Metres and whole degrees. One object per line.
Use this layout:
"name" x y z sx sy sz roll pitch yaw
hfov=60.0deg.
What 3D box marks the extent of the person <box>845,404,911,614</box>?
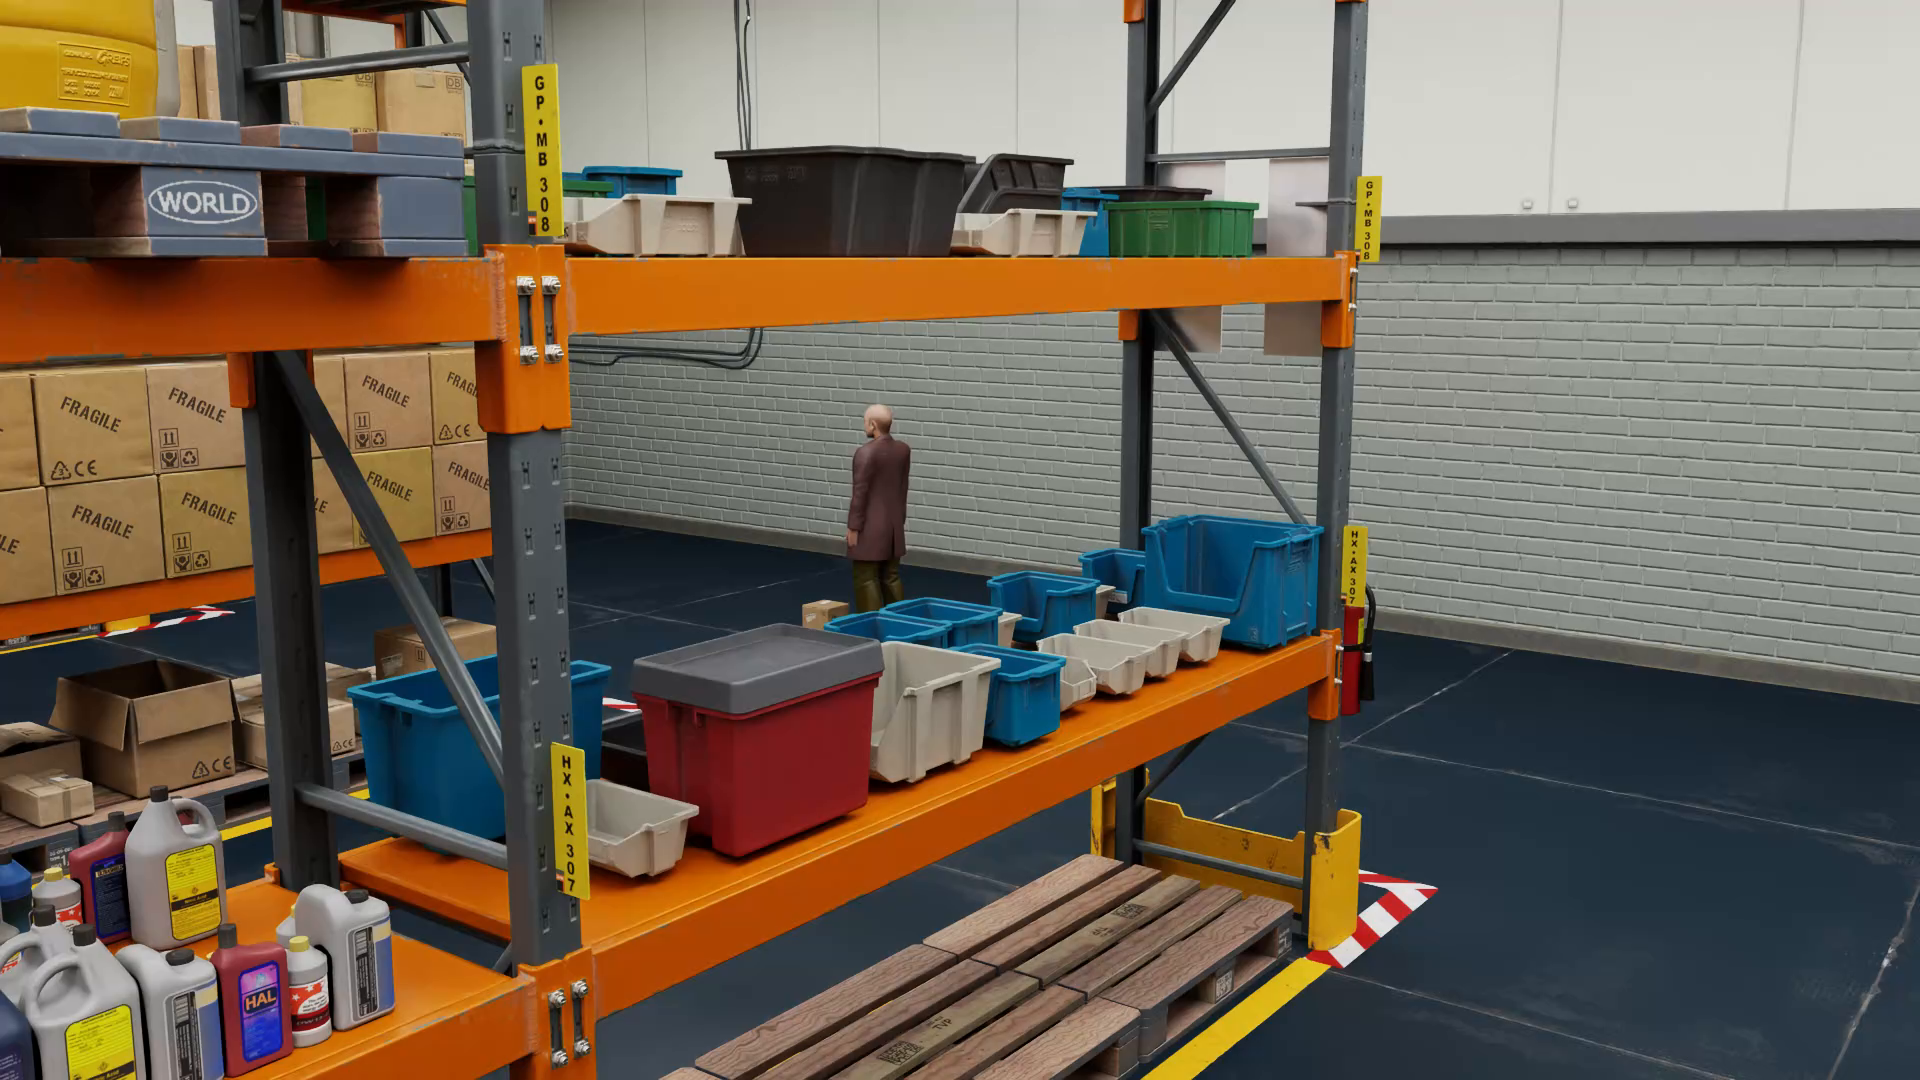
"person" -0.610 -0.093 11.993 0.389 1.775 0.562 7 12 37
